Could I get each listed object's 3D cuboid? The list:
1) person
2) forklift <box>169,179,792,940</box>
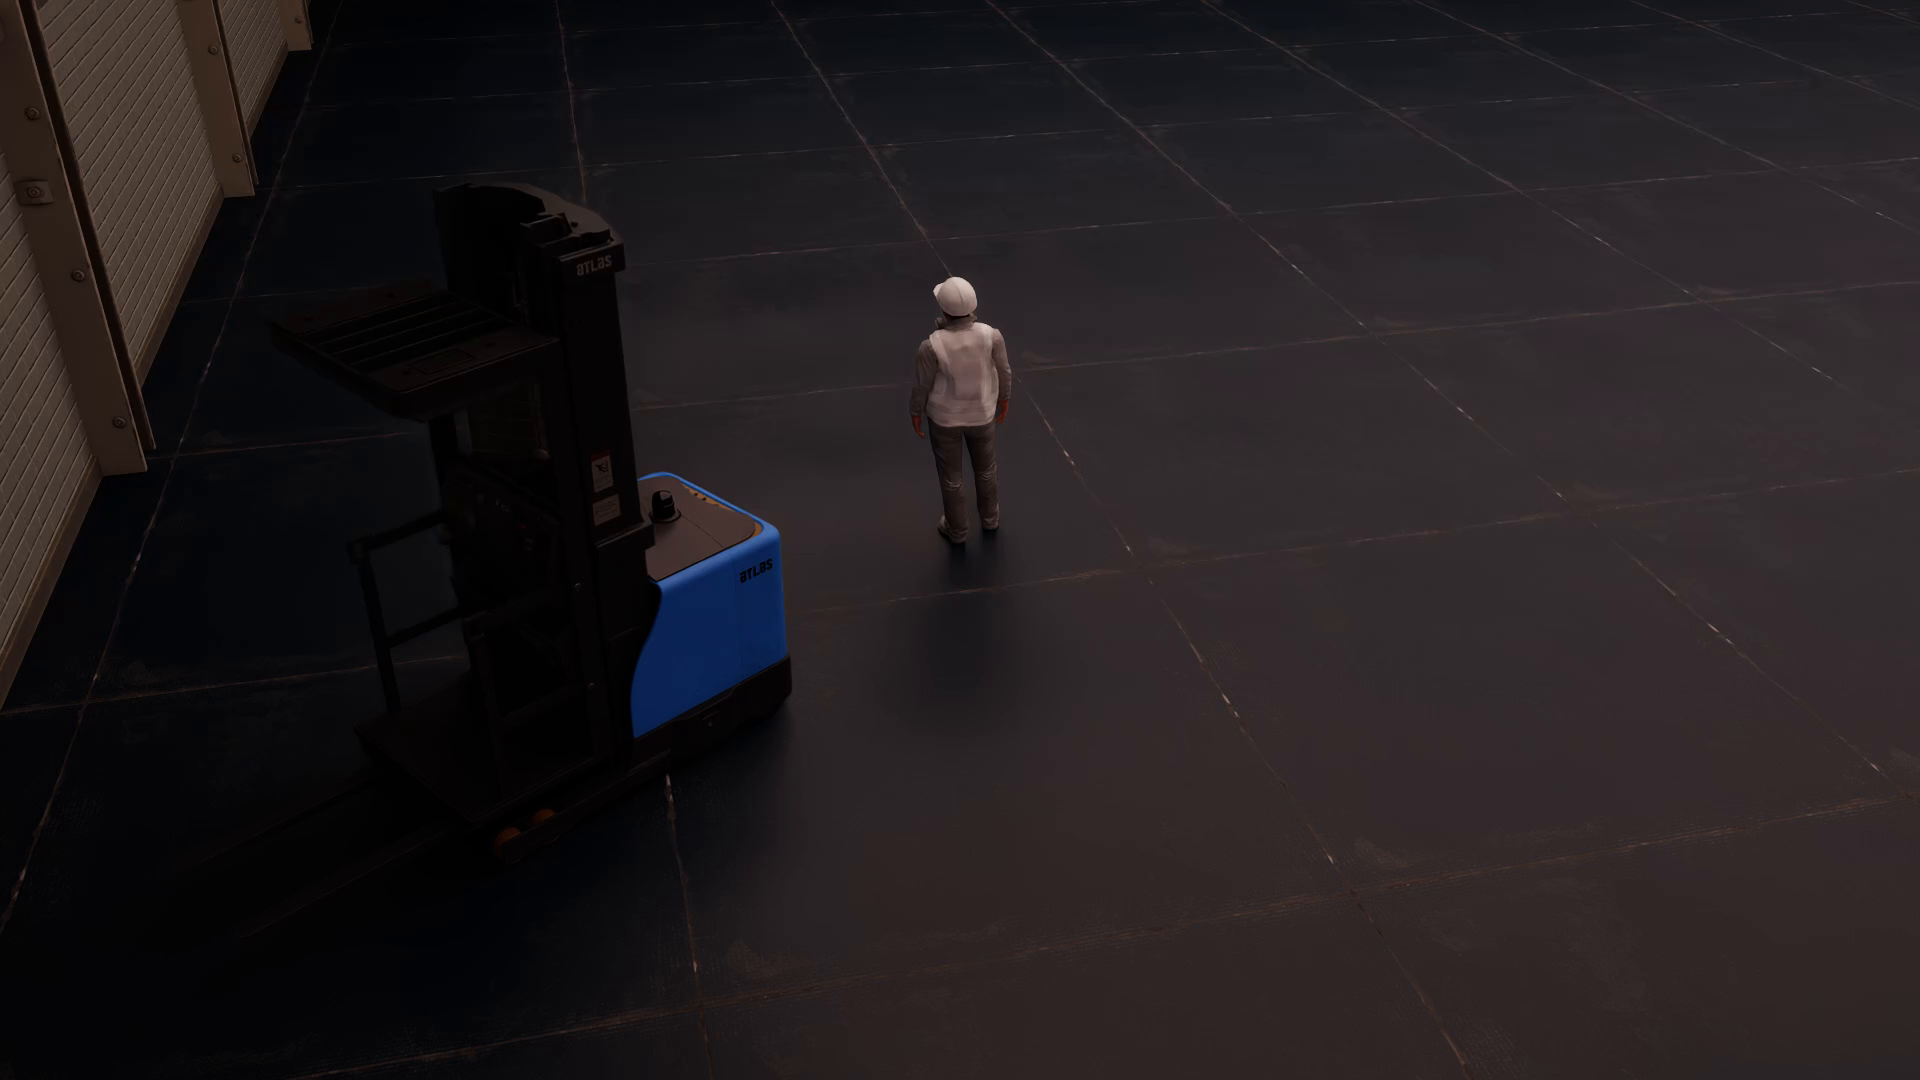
[{"bbox_3d":[-0.008,-0.806,10.106,0.634,1.775,0.566,-7,31,-12],"label":"person"},{"bbox_3d":[-2.285,-0.031,7.628,1.130,2.935,3.031,26,39,37],"label":"forklift"}]
